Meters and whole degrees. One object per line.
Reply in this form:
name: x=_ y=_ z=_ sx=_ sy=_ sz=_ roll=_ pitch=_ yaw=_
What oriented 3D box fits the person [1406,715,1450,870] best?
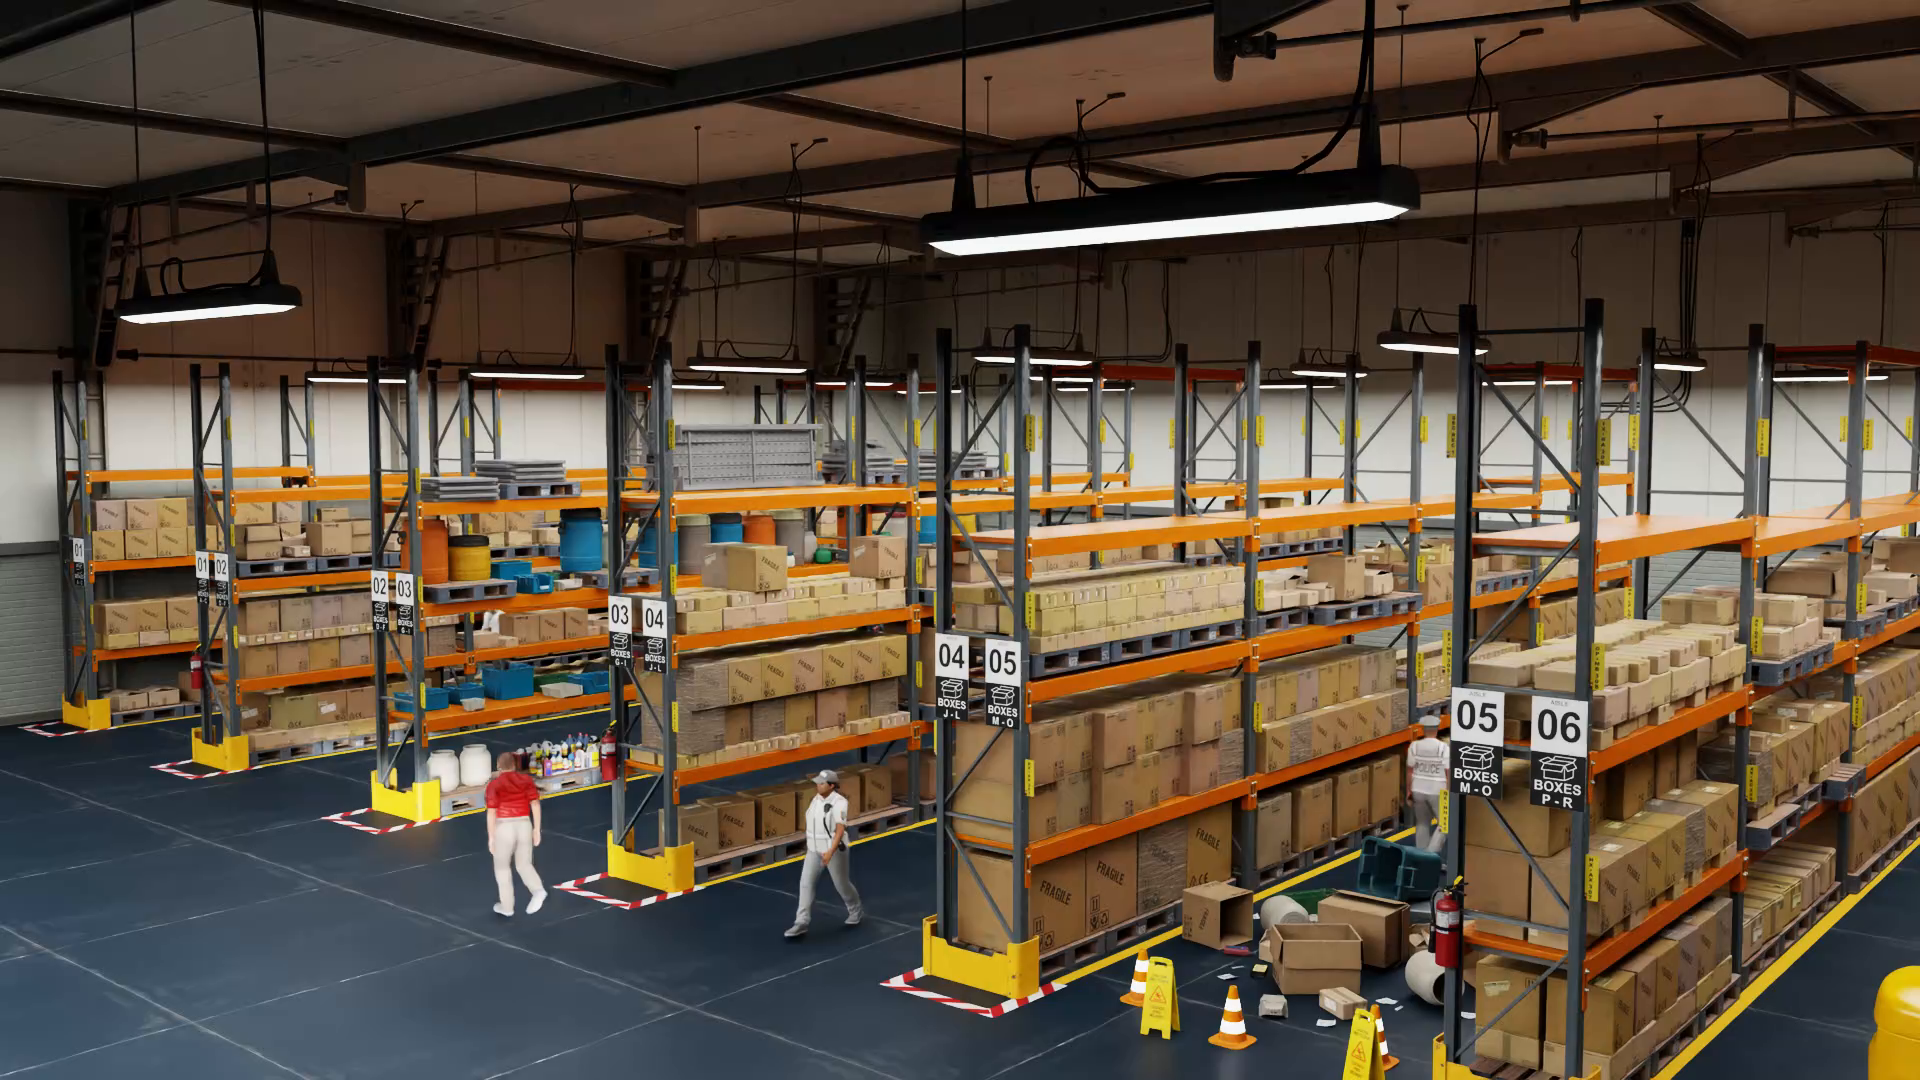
person: x=5.411 y=2.908 z=19.115 sx=0.555 sy=1.763 sz=0.526 roll=3 pitch=5 yaw=38

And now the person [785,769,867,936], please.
person: x=-1.352 y=3.130 z=16.771 sx=0.504 sy=1.618 sz=0.917 roll=4 pitch=6 yaw=44

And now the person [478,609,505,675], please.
person: x=-9.077 y=1.990 z=32.104 sx=0.563 sy=1.759 sz=0.737 roll=1 pitch=4 yaw=11

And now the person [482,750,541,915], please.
person: x=-4.661 y=3.043 z=17.277 sx=0.524 sy=1.707 sz=0.588 roll=-3 pitch=5 yaw=-39
